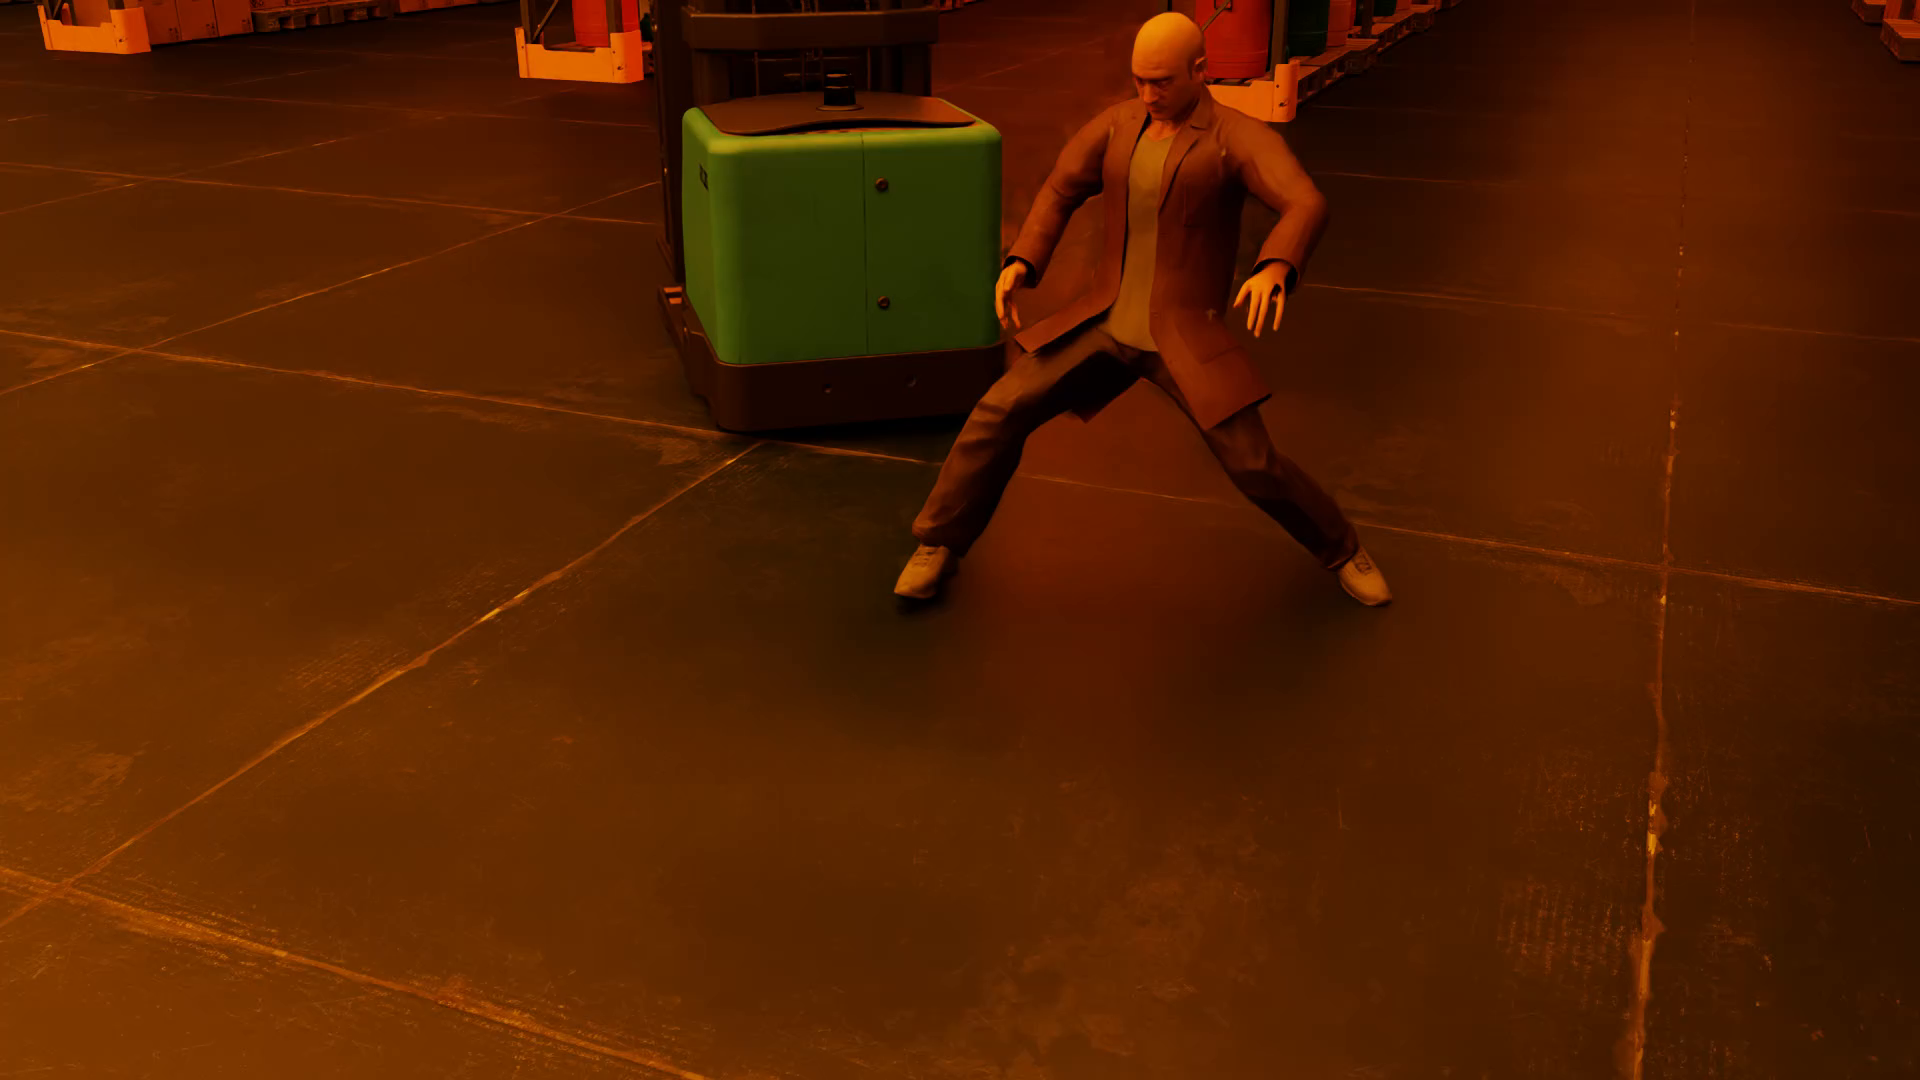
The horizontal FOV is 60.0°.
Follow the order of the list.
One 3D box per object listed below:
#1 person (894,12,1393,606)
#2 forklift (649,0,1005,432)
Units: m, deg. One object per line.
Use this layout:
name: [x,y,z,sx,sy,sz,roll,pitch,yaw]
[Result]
person: [0.522,-0.568,4.434,1.197,1.586,1.055,16,28,34]
forklift: [-0.719,-2.271,6.726,1.130,2.935,3.031,-6,23,-14]
